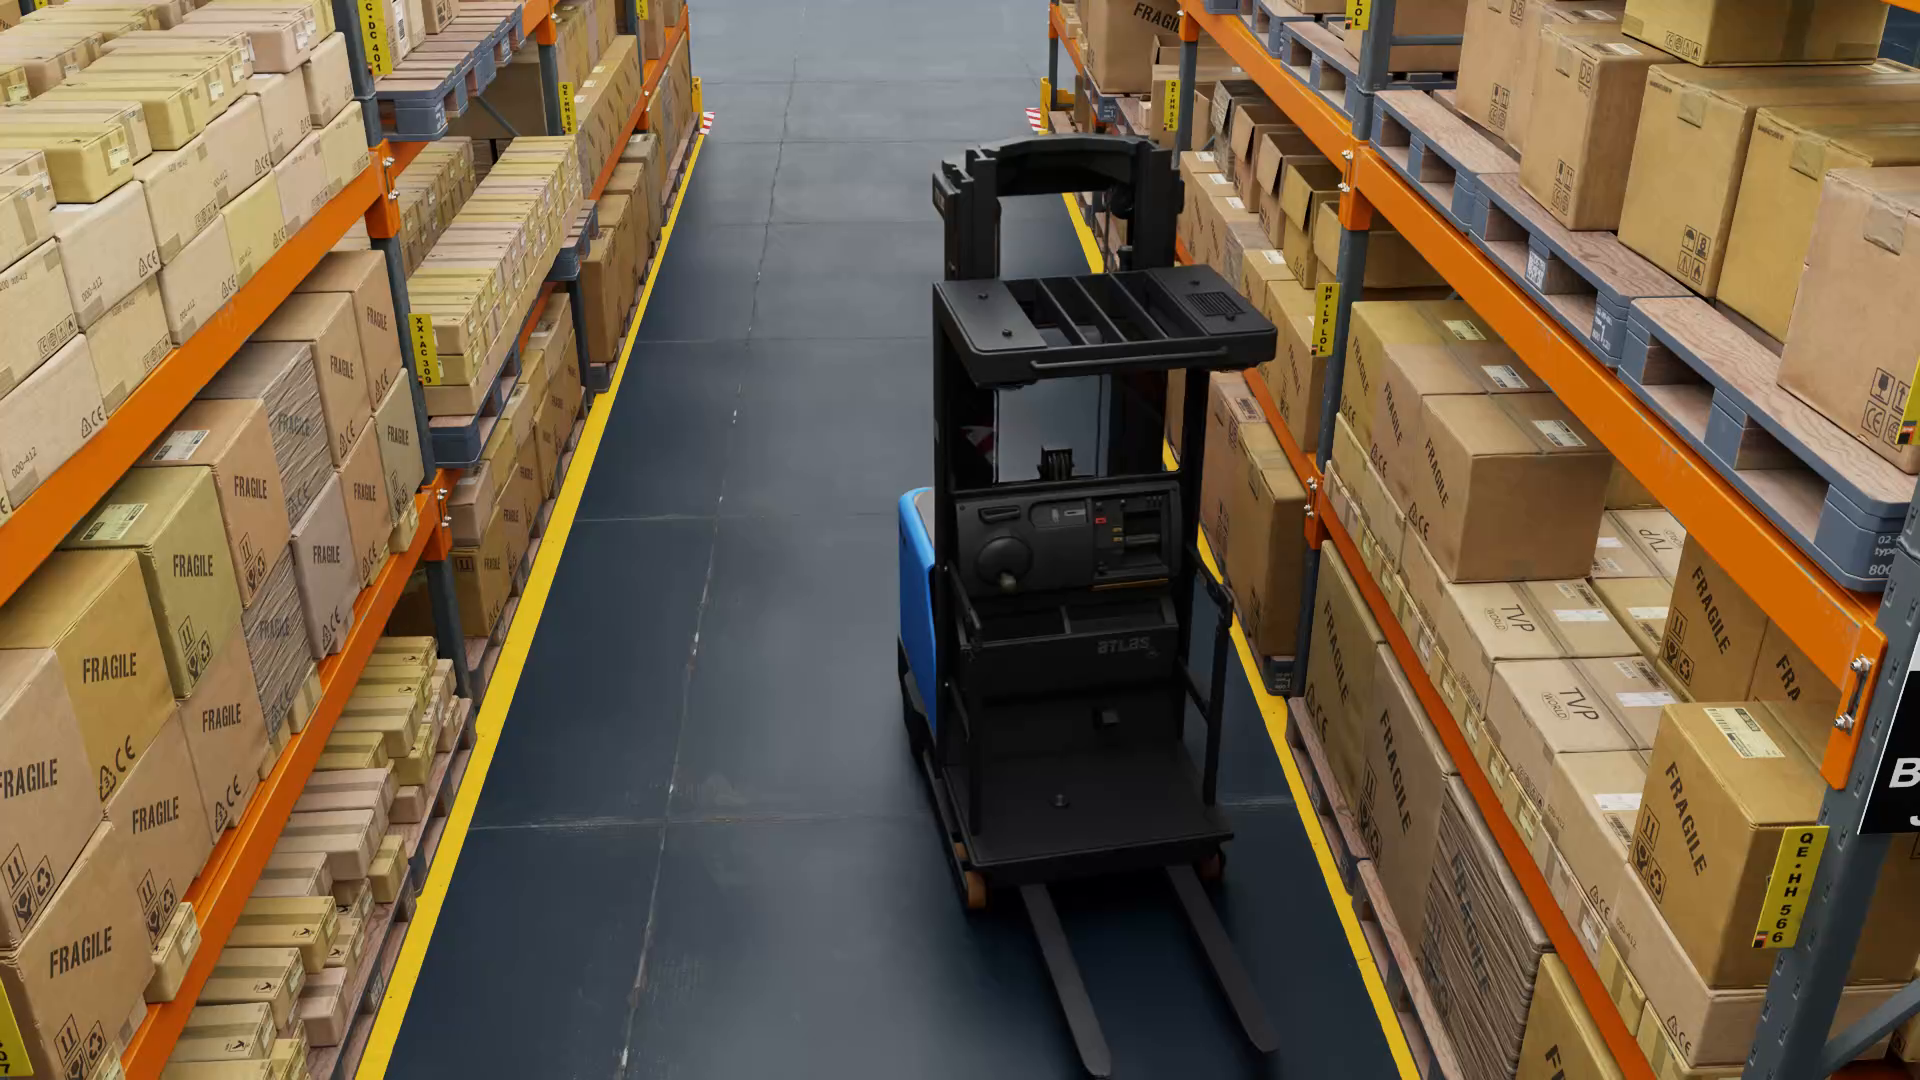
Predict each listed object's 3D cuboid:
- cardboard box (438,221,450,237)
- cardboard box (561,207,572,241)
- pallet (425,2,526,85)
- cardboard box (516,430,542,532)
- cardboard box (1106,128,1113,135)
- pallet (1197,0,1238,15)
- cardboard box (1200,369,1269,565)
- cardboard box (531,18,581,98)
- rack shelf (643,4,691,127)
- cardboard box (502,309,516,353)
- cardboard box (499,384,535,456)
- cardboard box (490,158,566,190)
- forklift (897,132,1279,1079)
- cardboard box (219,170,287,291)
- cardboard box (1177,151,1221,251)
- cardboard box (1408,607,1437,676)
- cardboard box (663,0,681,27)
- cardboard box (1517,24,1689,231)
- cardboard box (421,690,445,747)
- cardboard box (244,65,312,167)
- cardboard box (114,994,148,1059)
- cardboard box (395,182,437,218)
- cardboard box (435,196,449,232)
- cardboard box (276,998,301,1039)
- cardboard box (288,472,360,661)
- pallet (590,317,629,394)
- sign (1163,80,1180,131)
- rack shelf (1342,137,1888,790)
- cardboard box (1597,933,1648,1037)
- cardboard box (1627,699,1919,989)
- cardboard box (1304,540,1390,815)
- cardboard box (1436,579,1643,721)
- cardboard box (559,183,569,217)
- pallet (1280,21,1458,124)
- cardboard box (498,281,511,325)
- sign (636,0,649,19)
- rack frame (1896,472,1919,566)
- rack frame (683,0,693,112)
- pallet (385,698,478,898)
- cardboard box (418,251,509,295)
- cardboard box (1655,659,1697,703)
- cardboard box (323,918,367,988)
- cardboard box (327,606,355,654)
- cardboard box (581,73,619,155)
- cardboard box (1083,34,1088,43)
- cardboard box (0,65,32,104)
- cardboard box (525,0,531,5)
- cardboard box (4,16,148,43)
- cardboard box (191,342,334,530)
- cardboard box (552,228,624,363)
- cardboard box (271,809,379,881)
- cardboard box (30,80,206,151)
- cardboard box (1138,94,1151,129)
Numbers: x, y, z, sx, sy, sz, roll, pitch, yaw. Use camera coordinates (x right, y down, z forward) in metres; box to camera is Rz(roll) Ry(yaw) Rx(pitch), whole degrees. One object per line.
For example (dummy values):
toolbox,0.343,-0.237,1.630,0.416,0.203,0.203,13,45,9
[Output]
cardboard box,-3.185,-1.753,9.684,0.380,0.149,0.250,0,28,0
cardboard box,-2.541,-1.887,9.942,0.380,0.149,0.250,-1,28,-2
pallet,-2.825,-2.429,8.122,1.213,0.211,1.003,-1,28,-3
cardboard box,-2.686,-0.327,9.382,0.500,0.500,0.500,-1,28,-2
cardboard box,1.681,-3.711,15.870,0.500,0.500,0.500,7,28,14
pallet,1.994,-3.286,9.767,1.213,0.211,1.003,0,28,0
cardboard box,2.016,-0.440,9.194,1.225,0.875,0.875,-2,28,-4
cardboard box,-3.121,-3.428,11.890,0.700,0.500,0.500,-2,28,-3
rack shelf,-3.364,-4.714,16.323,1.077,0.370,4.000,-1,28,-3
cardboard box,-2.445,-1.043,8.323,0.380,0.149,0.250,-1,28,-2
cardboard box,-2.669,-0.655,9.200,0.500,0.250,0.500,0,28,-1
cardboard box,-2.543,-2.149,9.801,0.380,0.149,0.250,-1,28,-1
forklift,0.489,0.033,6.518,1.130,2.935,3.031,-5,28,-10
cardboard box,-2.505,-0.993,5.329,0.500,0.250,0.500,-2,28,-3
cardboard box,1.662,-2.149,10.518,0.500,0.500,0.500,-1,28,-1
cardboard box,1.868,0.366,6.076,0.380,0.149,0.250,-1,28,-2
cardboard box,-3.353,-5.600,17.081,0.875,0.550,0.550,-1,28,-3
cardboard box,2.127,-1.240,4.970,0.700,0.500,0.500,0,28,0
cardboard box,-2.481,0.793,7.293,0.380,0.149,0.250,-3,28,-5
cardboard box,-2.548,-1.453,5.670,0.500,0.250,0.500,-2,28,-5
cardboard box,-2.377,1.269,4.344,0.380,0.149,0.250,0,28,-1
cardboard box,-3.166,-1.898,9.320,0.380,0.149,0.250,0,28,0
cardboard box,-3.179,-1.876,9.600,0.380,0.149,0.250,-1,28,-2
cardboard box,-2.477,1.650,5.650,0.380,0.149,0.250,-3,28,-5
cardboard box,-2.484,0.095,5.895,0.500,0.500,0.500,-2,28,-3
pallet,-3.017,-1.392,12.191,1.003,0.211,1.213,-1,28,-3
sign,1.366,-2.796,10.702,0.100,0.325,0.005,-1,28,-3
rack shelf,2.221,-0.576,5.145,1.077,0.370,4.000,-1,28,-3
cardboard box,1.963,1.194,4.489,0.380,0.149,0.250,-1,28,-2
cardboard box,2.038,0.742,4.113,0.500,0.500,0.500,-1,28,-2
cardboard box,2.071,0.574,7.249,0.875,0.875,0.875,-1,28,-3
cardboard box,1.951,0.366,5.644,0.500,0.250,0.500,-1,28,-3
cardboard box,-2.538,-2.007,9.851,0.380,0.149,0.250,-1,28,-1
pallet,2.020,-2.156,7.603,0.805,0.209,1.217,-2,28,-5
cardboard box,-2.447,-1.174,8.253,0.380,0.149,0.250,-3,28,-5
sign,-2.718,-4.606,14.170,0.100,0.325,0.005,-1,28,-3
rack frame,2.326,-1.301,2.514,1.000,3.000,0.127,-1,28,-3
rack frame,-3.468,-5.957,17.928,1.000,3.000,0.127,-1,28,-3
pallet,-2.771,1.130,7.354,1.003,0.211,1.213,-1,28,-3
cardboard box,-2.445,-1.309,8.191,0.380,0.149,0.250,-2,28,-3
cardboard box,2.514,0.593,5.209,0.500,0.250,0.500,-2,28,-4
cardboard box,-2.435,1.546,6.171,0.380,0.149,0.250,-1,28,-3
cardboard box,-2.484,0.308,6.188,0.380,0.149,0.250,-3,28,-5
cardboard box,-2.884,-3.218,12.569,0.500,0.500,0.500,-2,28,-3
cardboard box,1.378,-4.742,15.870,0.380,0.149,0.250,-1,28,-3
cardboard box,-3.048,-1.329,5.001,0.380,0.149,0.250,0,28,0
cardboard box,-2.767,-3.379,9.634,0.500,0.500,0.500,-1,28,-3
cardboard box,-3.018,-1.696,5.705,0.380,0.149,0.250,-2,28,-3
cardboard box,-2.502,-0.349,5.664,0.500,0.500,0.500,-1,28,-1
cardboard box,-2.993,-1.735,11.811,1.050,0.750,0.750,-2,28,-3
cardboard box,-2.422,1.157,6.273,0.380,0.149,0.250,-2,28,-4
cardboard box,-2.425,-1.226,4.804,0.380,0.149,0.250,-2,28,-4
cardboard box,1.551,-3.226,12.382,0.396,0.266,0.258,-2,28,-4
